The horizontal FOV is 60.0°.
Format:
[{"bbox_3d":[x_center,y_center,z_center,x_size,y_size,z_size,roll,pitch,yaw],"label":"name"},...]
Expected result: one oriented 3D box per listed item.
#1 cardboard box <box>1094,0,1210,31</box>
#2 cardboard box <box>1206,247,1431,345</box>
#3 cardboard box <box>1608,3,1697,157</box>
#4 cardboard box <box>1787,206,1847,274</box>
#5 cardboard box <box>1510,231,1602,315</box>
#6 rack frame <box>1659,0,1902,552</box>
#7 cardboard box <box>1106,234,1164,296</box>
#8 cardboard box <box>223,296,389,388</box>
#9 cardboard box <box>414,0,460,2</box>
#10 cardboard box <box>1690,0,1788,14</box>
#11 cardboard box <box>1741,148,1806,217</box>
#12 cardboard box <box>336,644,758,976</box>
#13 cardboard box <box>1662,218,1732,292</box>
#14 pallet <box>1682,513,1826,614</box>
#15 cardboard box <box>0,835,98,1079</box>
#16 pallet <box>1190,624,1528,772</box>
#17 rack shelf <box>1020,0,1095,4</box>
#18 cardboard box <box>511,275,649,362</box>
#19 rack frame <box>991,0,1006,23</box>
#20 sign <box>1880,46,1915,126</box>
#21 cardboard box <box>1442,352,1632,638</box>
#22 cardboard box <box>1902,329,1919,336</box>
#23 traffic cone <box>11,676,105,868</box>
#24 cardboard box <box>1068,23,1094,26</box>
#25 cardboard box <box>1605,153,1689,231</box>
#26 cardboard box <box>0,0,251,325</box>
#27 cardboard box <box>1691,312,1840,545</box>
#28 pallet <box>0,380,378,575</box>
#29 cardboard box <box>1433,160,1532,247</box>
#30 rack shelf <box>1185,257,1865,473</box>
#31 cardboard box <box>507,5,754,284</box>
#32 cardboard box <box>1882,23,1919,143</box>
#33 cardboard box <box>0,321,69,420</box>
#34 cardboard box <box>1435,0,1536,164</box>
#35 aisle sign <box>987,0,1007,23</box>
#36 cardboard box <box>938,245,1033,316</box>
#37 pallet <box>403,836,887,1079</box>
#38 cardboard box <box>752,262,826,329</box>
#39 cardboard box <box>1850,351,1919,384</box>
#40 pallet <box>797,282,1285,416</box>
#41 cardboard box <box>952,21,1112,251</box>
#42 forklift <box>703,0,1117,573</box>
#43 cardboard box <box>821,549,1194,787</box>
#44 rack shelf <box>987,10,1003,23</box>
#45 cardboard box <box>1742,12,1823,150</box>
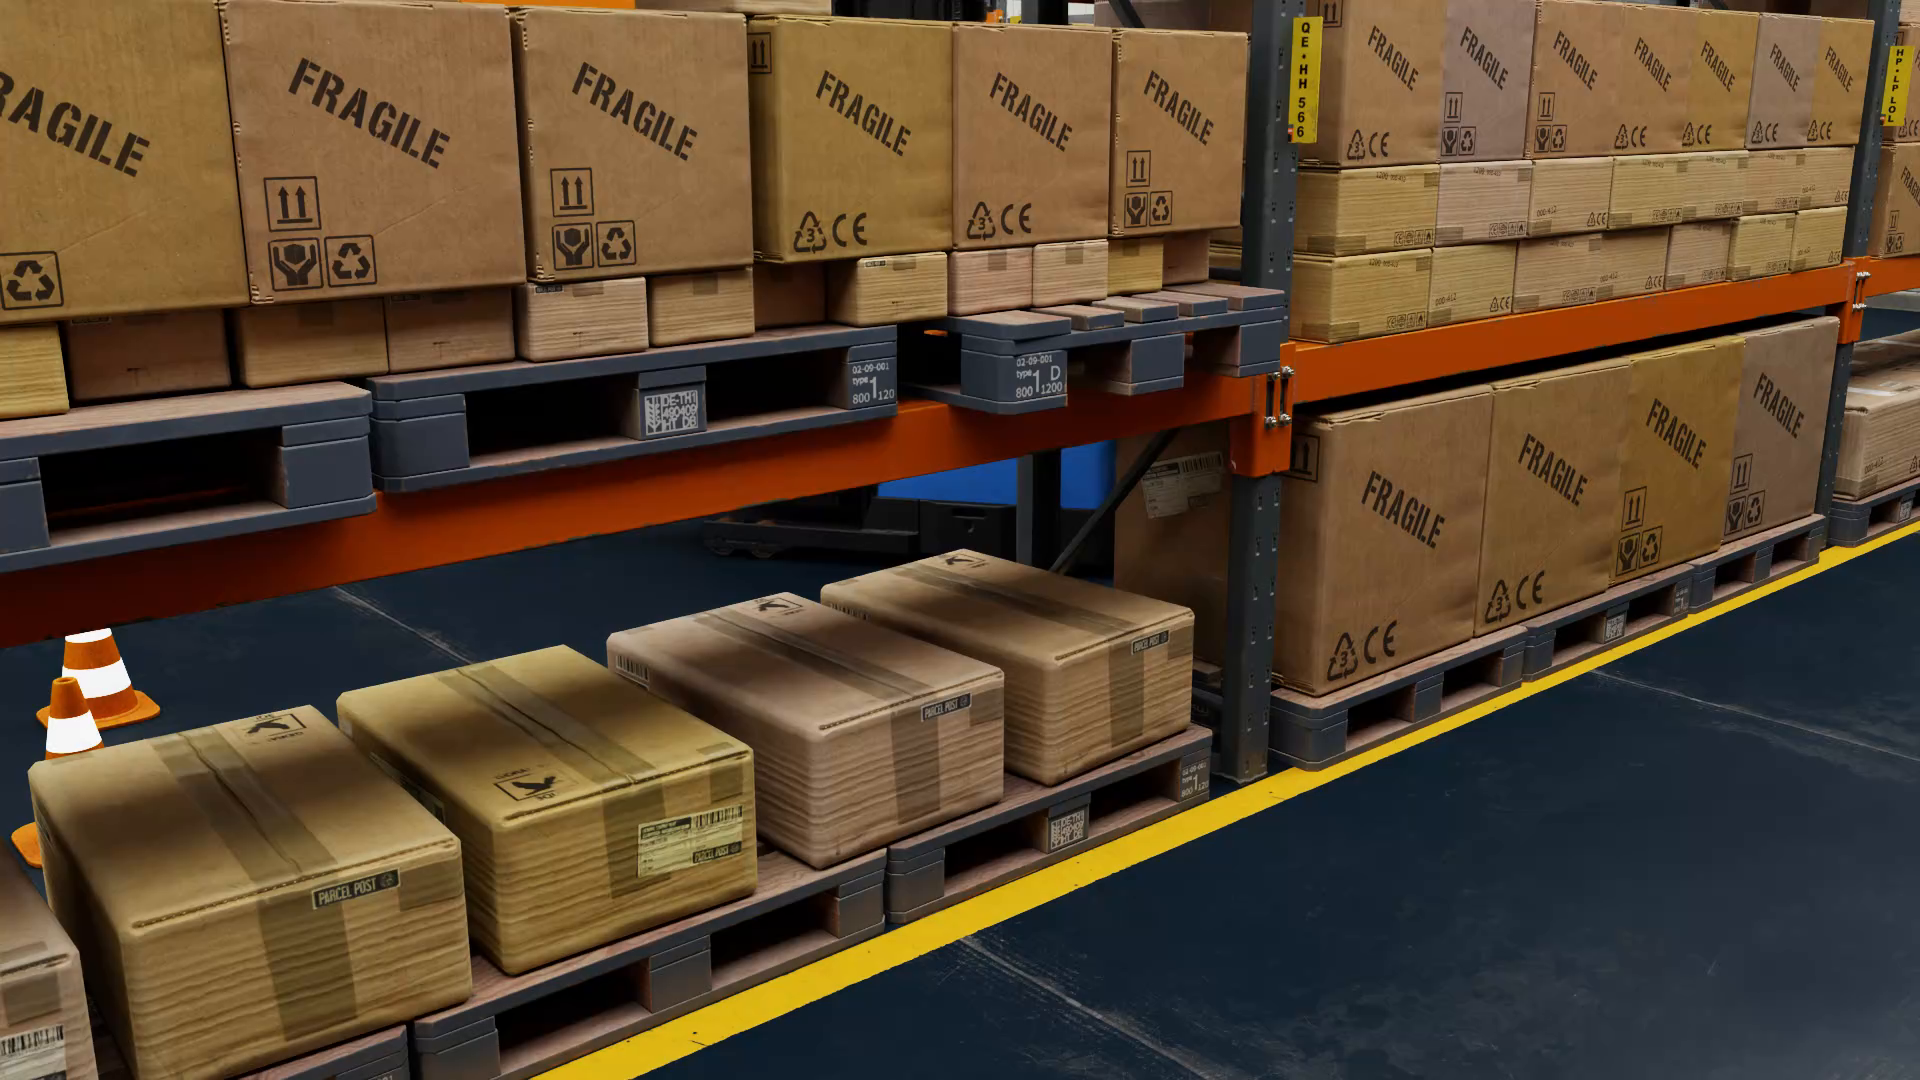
[{"bbox_3d":[0.778,-1.486,5.368,0.500,0.500,0.500,-13,20,-41],"label":"cardboard box"},{"bbox_3d":[1.094,-0.777,5.137,0.500,0.250,0.500,-13,20,-40],"label":"cardboard box"},{"bbox_3d":[2.243,-1.638,5.940,0.500,0.500,0.500,-12,19,-38],"label":"cardboard box"},{"bbox_3d":[3.404,-1.296,7.079,0.500,0.250,0.500,-13,20,-41],"label":"cardboard box"},{"bbox_3d":[1.869,-0.955,5.804,0.500,0.250,0.500,-12,19,-38],"label":"cardboard box"},{"bbox_3d":[3.577,-1.493,7.528,0.127,3.000,1.000,-13,19,-39],"label":"rack frame"},{"bbox_3d":[0.312,-0.736,4.367,0.250,0.149,0.380,-12,19,-39],"label":"cardboard box"},{"bbox_3d":[-1.255,-0.391,3.073,0.250,0.149,0.380,-12,19,-39],"label":"cardboard box"},{"bbox_3d":[-1.119,-1.061,3.070,0.250,0.149,0.380,-11,19,-36],"label":"cardboard box"},{"bbox_3d":[3.600,-2.452,7.729,0.250,0.149,0.380,-13,20,-40],"label":"cardboard box"},{"bbox_3d":[3.032,-1.454,6.703,0.500,0.250,0.500,-12,19,-38],"label":"cardboard box"},{"bbox_3d":[-1.001,0.599,3.974,0.625,0.372,0.950,-12,19,-38],"label":"cardboard box"},{"bbox_3d":[2.626,-1.128,6.451,0.500,0.250,0.500,-13,20,-41],"label":"cardboard box"},{"bbox_3d":[3.044,-0.001,7.343,1.213,0.211,1.003,-13,19,-39],"label":"pallet"},{"bbox_3d":[-2.064,0.839,3.074,0.625,0.372,0.950,-12,19,-39],"label":"cardboard box"},{"bbox_3d":[1.203,0.413,5.796,1.213,0.211,1.003,-13,19,-39],"label":"pallet"},{"bbox_3d":[1.760,-3.880,12.046,4.000,0.370,1.077,-13,19,-39],"label":"rack shelf"},{"bbox_3d":[-0.832,-0.467,3.359,0.250,0.149,0.380,-12,19,-37],"label":"cardboard box"},{"bbox_3d":[0.089,-4.100,17.287,0.127,3.000,1.000,-13,19,-39],"label":"rack frame"},{"bbox_3d":[3.940,-1.910,6.999,0.005,0.325,0.100,-13,19,-39],"label":"sign"},{"bbox_3d":[1.810,-0.243,6.151,0.875,0.875,0.875,-12,19,-39],"label":"cardboard box"},{"bbox_3d":[6.162,-1.005,9.850,0.875,0.438,0.875,-14,20,-41],"label":"cardboard box"},{"bbox_3d":[-2.442,0.605,4.588,0.334,0.463,0.336,-13,19,-39],"label":"traffic cone"},{"bbox_3d":[0.751,-3.144,11.000,0.500,0.500,0.500,-12,19,-38],"label":"cardboard box"},{"bbox_3d":[2.270,-1.275,6.033,0.500,0.250,0.500,-12,19,-38],"label":"cardboard box"},{"bbox_3d":[-1.539,-0.641,2.755,0.500,0.500,0.500,-13,19,-39],"label":"cardboard box"},{"bbox_3d":[3.162,-0.549,7.296,0.875,0.875,0.875,-12,19,-38],"label":"cardboard box"},{"bbox_3d":[-1.786,-0.146,2.858,1.213,0.211,1.003,-13,19,-39],"label":"pallet"},{"bbox_3d":[1.494,-1.110,5.414,0.500,0.250,0.500,-12,19,-38],"label":"cardboard box"},{"bbox_3d":[2.068,-0.807,6.352,4.000,0.370,1.077,-13,19,-39],"label":"rack shelf"},{"bbox_3d":[-0.776,-0.812,3.392,0.500,0.500,0.500,-14,20,-42],"label":"cardboard box"},{"bbox_3d":[4.095,-2.058,7.511,0.500,0.500,0.500,-12,19,-39],"label":"cardboard box"},{"bbox_3d":[-1.640,-0.292,2.705,0.250,0.149,0.380,-12,19,-38],"label":"cardboard box"},{"bbox_3d":[1.460,-1.469,5.305,0.500,0.500,0.500,-13,19,-39],"label":"cardboard box"},{"bbox_3d":[0.340,-5.310,16.779,0.004,0.787,0.394,-13,19,-39],"label":"aisle sign"},{"bbox_3d":[-0.044,-0.644,4.021,0.250,0.149,0.380,-14,20,-42],"label":"cardboard box"},{"bbox_3d":[-0.951,0.869,4.087,1.213,0.211,1.003,-13,19,-39],"label":"pallet"},{"bbox_3d":[-0.515,-0.576,3.769,0.250,0.149,0.380,-12,19,-39],"label":"cardboard box"},{"bbox_3d":[4.796,-0.696,8.692,0.875,0.438,0.875,-13,20,-41],"label":"cardboard box"},{"bbox_3d":[0.092,-0.581,4.486,1.003,0.211,1.213,-13,19,-39],"label":"pallet"},{"bbox_3d":[0.016,-0.990,4.059,0.500,0.500,0.500,-13,20,-40],"label":"cardboard box"},{"bbox_3d":[-0.664,-1.463,7.549,3.031,2.935,1.130,4,15,15],"label":"forklift"},{"bbox_3d":[0.126,0.345,4.925,0.625,0.372,0.950,-14,21,-43],"label":"cardboard box"},{"bbox_3d":[-1.420,-4.863,15.725,4.000,0.370,1.077,-13,19,-39],"label":"rack shelf"},{"bbox_3d":[3.019,-1.811,6.586,0.500,0.500,0.500,-12,19,-38],"label":"cardboard box"}]
